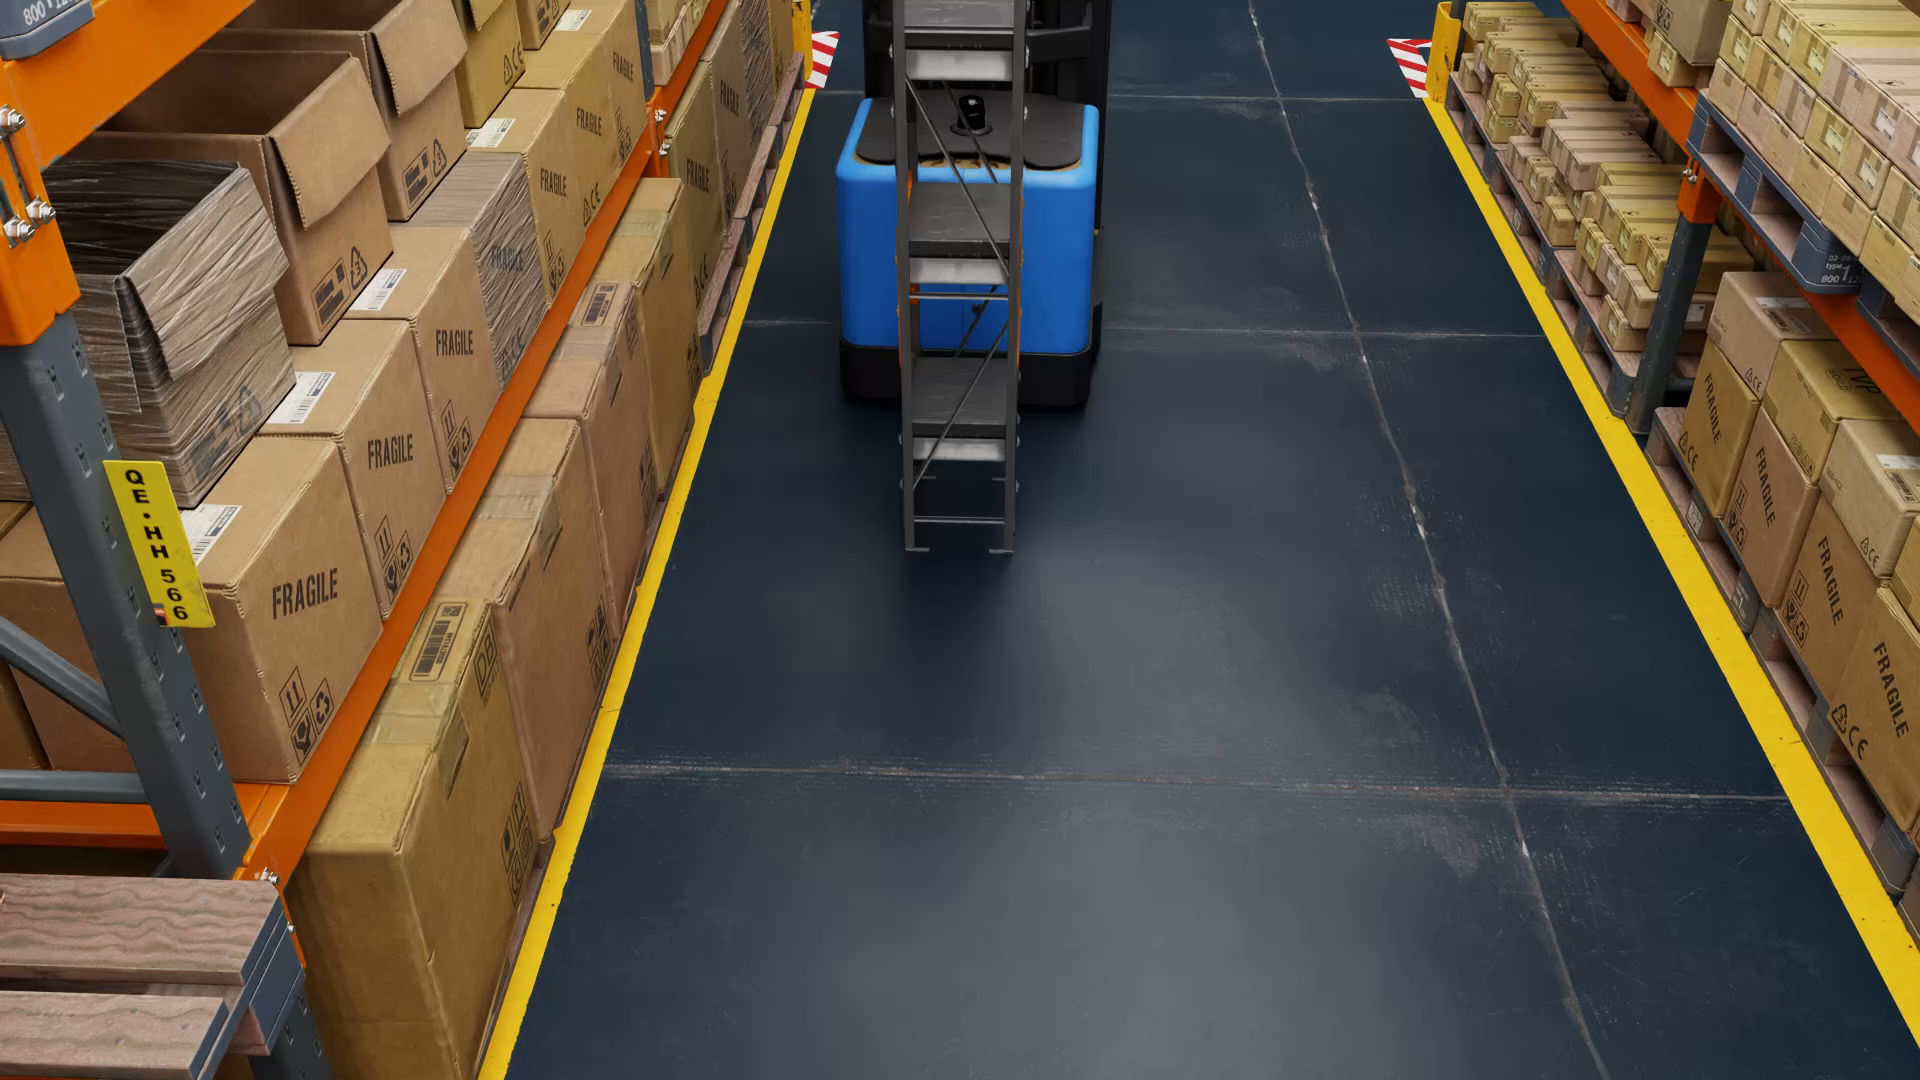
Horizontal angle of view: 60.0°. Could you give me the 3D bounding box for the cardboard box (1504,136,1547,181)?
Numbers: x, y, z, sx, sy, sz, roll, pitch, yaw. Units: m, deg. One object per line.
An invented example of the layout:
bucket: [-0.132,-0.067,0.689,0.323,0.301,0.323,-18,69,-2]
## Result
cardboard box: [3.032,-1.961,8.545,0.380,0.149,0.250,0,35,0]

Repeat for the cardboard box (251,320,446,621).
cardboard box: [-1.527,-0.165,3.789,0.500,0.500,0.500,0,35,1]

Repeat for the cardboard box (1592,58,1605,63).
cardboard box: [3.636,-2.647,9.263,0.380,0.149,0.250,1,35,1]

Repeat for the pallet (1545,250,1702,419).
pallet: [3.267,-0.926,7.384,1.003,0.211,1.213,1,35,2]

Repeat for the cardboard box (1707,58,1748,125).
cardboard box: [2.800,-1.534,5.677,0.380,0.149,0.250,0,35,0]

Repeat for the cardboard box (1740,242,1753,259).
cardboard box: [3.530,-1.156,7.141,0.380,0.149,0.250,2,35,2]

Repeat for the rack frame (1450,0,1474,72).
rack frame: [3.436,-3.978,9.302,1.000,3.000,0.127,1,35,2]

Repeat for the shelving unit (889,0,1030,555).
shelving unit: [0.007,-0.954,5.782,0.431,2.100,0.503,1,35,2]

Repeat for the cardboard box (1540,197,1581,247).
cardboard box: [2.992,-1.513,7.909,0.380,0.149,0.250,1,35,2]

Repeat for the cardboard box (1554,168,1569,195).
cardboard box: [3.092,-1.748,7.984,0.380,0.149,0.250,0,35,0]

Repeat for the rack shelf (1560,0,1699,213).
rack shelf: [3.356,-2.535,7.874,1.077,0.370,4.000,1,35,2]

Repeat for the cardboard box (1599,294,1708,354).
cardboard box: [2.951,-0.919,7.063,0.380,0.149,0.250,2,35,2]

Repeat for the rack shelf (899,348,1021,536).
rack shelf: [0.007,-0.370,6.192,0.431,0.518,0.480,1,35,2]

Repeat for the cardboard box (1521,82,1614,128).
cardboard box: [3.043,-2.177,8.336,0.380,0.149,0.250,2,35,3]

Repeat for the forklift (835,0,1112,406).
forklift: [0.140,-2.585,7.379,1.130,2.935,3.031,3,35,4]

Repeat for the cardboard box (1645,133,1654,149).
cardboard box: [3.644,-2.052,8.417,0.380,0.149,0.250,3,35,4]

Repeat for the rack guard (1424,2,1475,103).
rack guard: [3.433,-2.912,9.959,1.175,0.500,0.348,1,35,2]

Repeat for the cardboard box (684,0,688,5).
cardboard box: [-1.371,-2.463,7.017,0.500,0.250,0.500,1,35,2]

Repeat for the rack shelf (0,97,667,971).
rack shelf: [-1.757,-0.409,4.850,1.077,0.370,4.000,1,35,2]

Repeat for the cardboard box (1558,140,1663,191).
cardboard box: [3.010,-1.735,7.707,0.380,0.149,0.250,0,35,0]

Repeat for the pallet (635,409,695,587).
pallet: [-1.632,-0.267,6.446,1.003,0.211,1.213,1,35,2]

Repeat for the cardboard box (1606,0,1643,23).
cardboard box: [3.041,-2.354,7.209,0.380,0.149,0.250,0,35,0]

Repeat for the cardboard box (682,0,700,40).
cardboard box: [-1.312,-2.215,7.011,0.380,0.149,0.250,2,35,3]

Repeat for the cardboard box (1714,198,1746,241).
cardboard box: [3.528,-1.426,7.266,0.380,0.149,0.250,1,35,1]

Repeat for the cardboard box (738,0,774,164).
cardboard box: [-1.498,-2.561,8.768,0.875,0.875,0.875,1,35,2]

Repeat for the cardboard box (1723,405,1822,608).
cardboard box: [2.961,-0.107,5.602,0.500,0.500,0.500,3,35,4]

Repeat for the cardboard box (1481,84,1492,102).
cardboard box: [3.167,-2.538,9.367,0.380,0.149,0.250,1,35,2]

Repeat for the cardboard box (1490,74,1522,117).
cardboard box: [3.051,-2.367,8.864,0.380,0.149,0.250,2,35,3]

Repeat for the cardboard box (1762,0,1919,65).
cardboard box: [2.795,-1.617,5.277,0.380,0.149,0.250,2,35,3]

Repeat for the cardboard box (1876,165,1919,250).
cardboard box: [2.752,-0.901,4.518,0.380,0.149,0.250,1,35,1]

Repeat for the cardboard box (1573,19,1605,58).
cardboard box: [3.601,-2.774,9.185,0.380,0.149,0.250,2,35,3]

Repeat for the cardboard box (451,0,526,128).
cardboard box: [-1.733,-1.543,4.877,0.797,0.503,0.637,2,35,2]

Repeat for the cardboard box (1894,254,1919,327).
cardboard box: [2.740,-0.639,4.403,0.380,0.149,0.250,0,35,0]

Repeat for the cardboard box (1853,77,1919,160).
cardboard box: [2.760,-1.179,4.655,0.380,0.149,0.250,1,35,1]

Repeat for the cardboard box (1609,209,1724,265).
cardboard box: [3.000,-1.287,7.070,0.380,0.149,0.250,2,35,2]

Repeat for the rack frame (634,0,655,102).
rack frame: [-1.676,-1.853,6.278,1.000,3.000,0.127,1,35,2]

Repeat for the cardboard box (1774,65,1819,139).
cardboard box: [2.782,-1.358,5.168,0.380,0.149,0.250,2,35,3]

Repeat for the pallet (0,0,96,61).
pallet: [-1.864,-1.076,2.728,1.213,0.211,1.003,3,35,4]

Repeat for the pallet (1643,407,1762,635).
pallet: [3.246,-0.092,6.197,1.003,0.211,1.213,1,35,2]

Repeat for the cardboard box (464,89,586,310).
cardboard box: [-1.463,-1.034,5.026,0.500,0.500,0.500,1,35,1]

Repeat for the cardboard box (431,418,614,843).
cardboard box: [-1.745,0.235,4.790,1.225,0.875,0.875,1,35,2]

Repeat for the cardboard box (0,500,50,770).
cardboard box: [-2.065,0.115,3.391,0.500,0.500,0.500,2,35,3]

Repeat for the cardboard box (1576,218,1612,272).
cardboard box: [2.962,-1.306,7.355,0.380,0.149,0.250,0,35,0]

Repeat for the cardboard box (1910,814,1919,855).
cardboard box: [2.905,0.786,4.331,0.500,0.500,0.500,3,35,4]

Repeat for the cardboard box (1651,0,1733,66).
cardboard box: [3.013,-2.127,6.322,0.500,0.500,0.500,1,35,2]

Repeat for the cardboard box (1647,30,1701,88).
cardboard box: [2.955,-1.897,6.560,0.380,0.149,0.250,0,35,1]

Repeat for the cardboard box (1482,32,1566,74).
cardboard box: [3.047,-2.631,8.982,0.380,0.149,0.250,1,35,2]

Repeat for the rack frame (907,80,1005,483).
rack frame: [0.016,-1.094,5.981,0.400,2.100,0.015,1,35,2]

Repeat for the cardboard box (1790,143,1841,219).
cardboard box: [2.770,-1.086,5.040,0.380,0.149,0.250,2,35,2]

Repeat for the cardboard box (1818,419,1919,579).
cardboard box: [2.938,-0.119,4.967,0.500,0.250,0.500,3,35,4]

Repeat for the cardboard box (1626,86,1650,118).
cardboard box: [3.567,-2.171,8.327,0.380,0.149,0.250,0,35,0]

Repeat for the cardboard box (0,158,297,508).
cardboard box: [-1.791,-0.426,3.288,0.797,0.503,0.637,2,35,3]

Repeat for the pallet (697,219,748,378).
pallet: [-1.568,-1.147,7.699,1.003,0.211,1.213,1,35,2]
